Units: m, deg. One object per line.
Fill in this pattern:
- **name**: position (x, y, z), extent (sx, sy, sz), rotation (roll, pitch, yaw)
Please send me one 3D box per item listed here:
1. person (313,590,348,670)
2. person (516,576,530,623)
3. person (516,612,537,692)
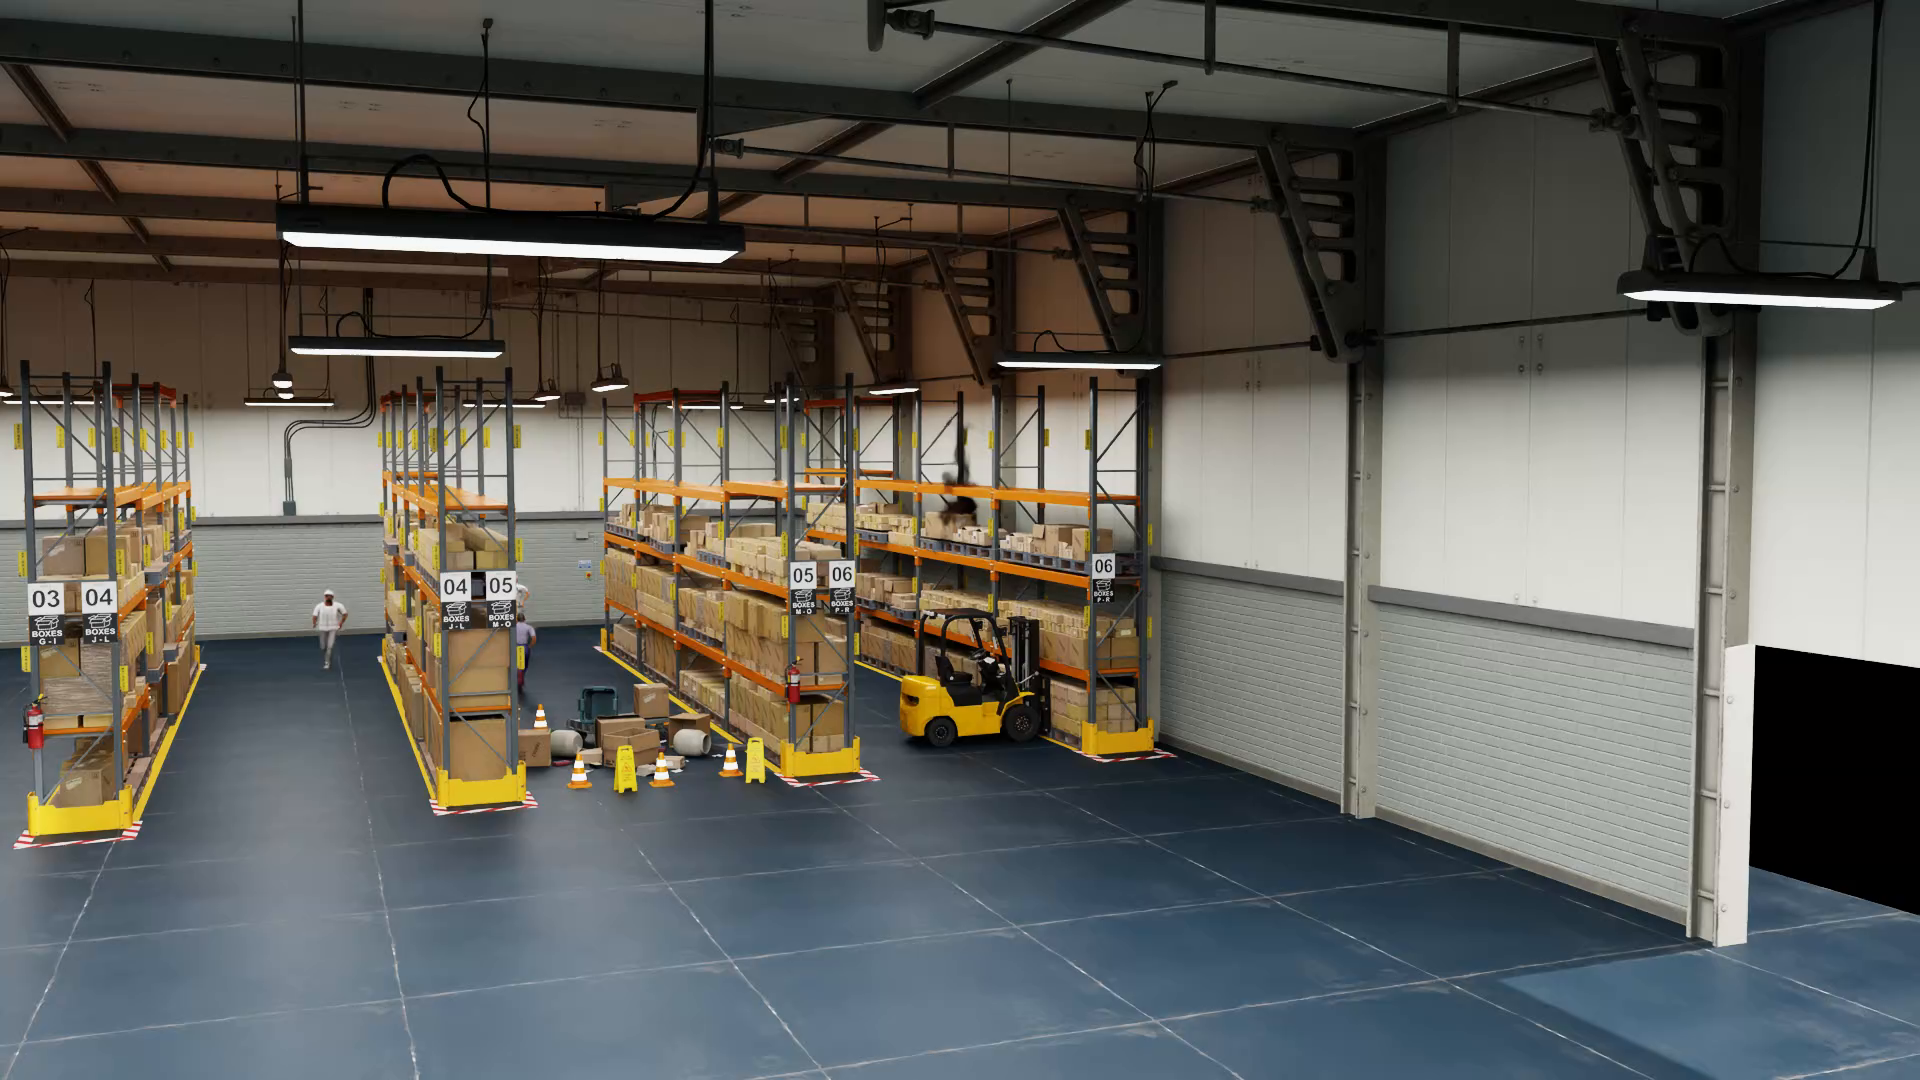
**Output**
- **person**: position (-13.820, 1.921, 36.459), extent (0.716, 1.667, 0.754), rotation (-1, 3, -10)
- **person**: position (-10.964, 1.699, 40.975), extent (0.596, 1.705, 0.854), rotation (3, 4, 39)
- **person**: position (-8.650, 2.261, 32.796), extent (0.594, 1.626, 0.773), rotation (-1, 4, -23)
